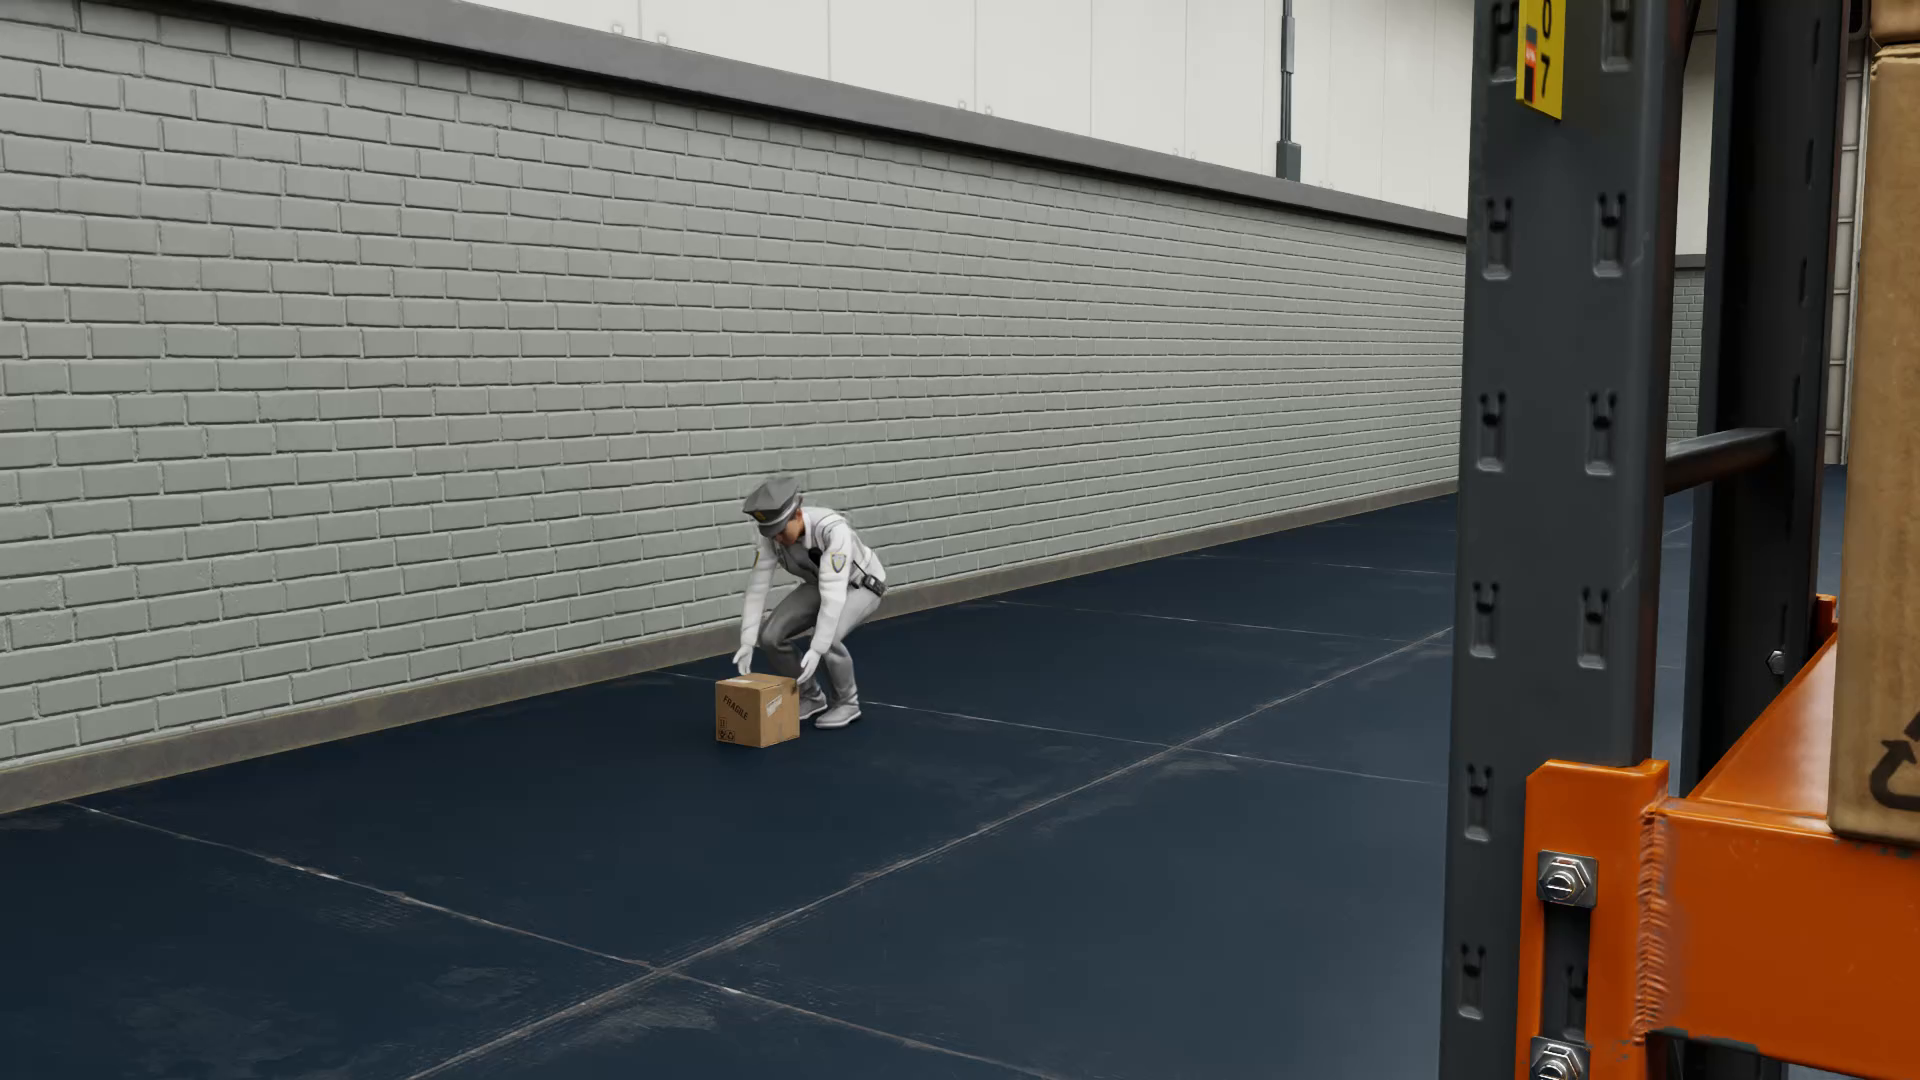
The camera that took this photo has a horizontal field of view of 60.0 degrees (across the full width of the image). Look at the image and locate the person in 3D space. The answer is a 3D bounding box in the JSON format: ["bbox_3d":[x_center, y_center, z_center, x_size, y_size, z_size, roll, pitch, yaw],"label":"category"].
[{"bbox_3d":[-0.629,0.264,7.205,0.510,1.101,0.819,4,8,33],"label":"person"}]
